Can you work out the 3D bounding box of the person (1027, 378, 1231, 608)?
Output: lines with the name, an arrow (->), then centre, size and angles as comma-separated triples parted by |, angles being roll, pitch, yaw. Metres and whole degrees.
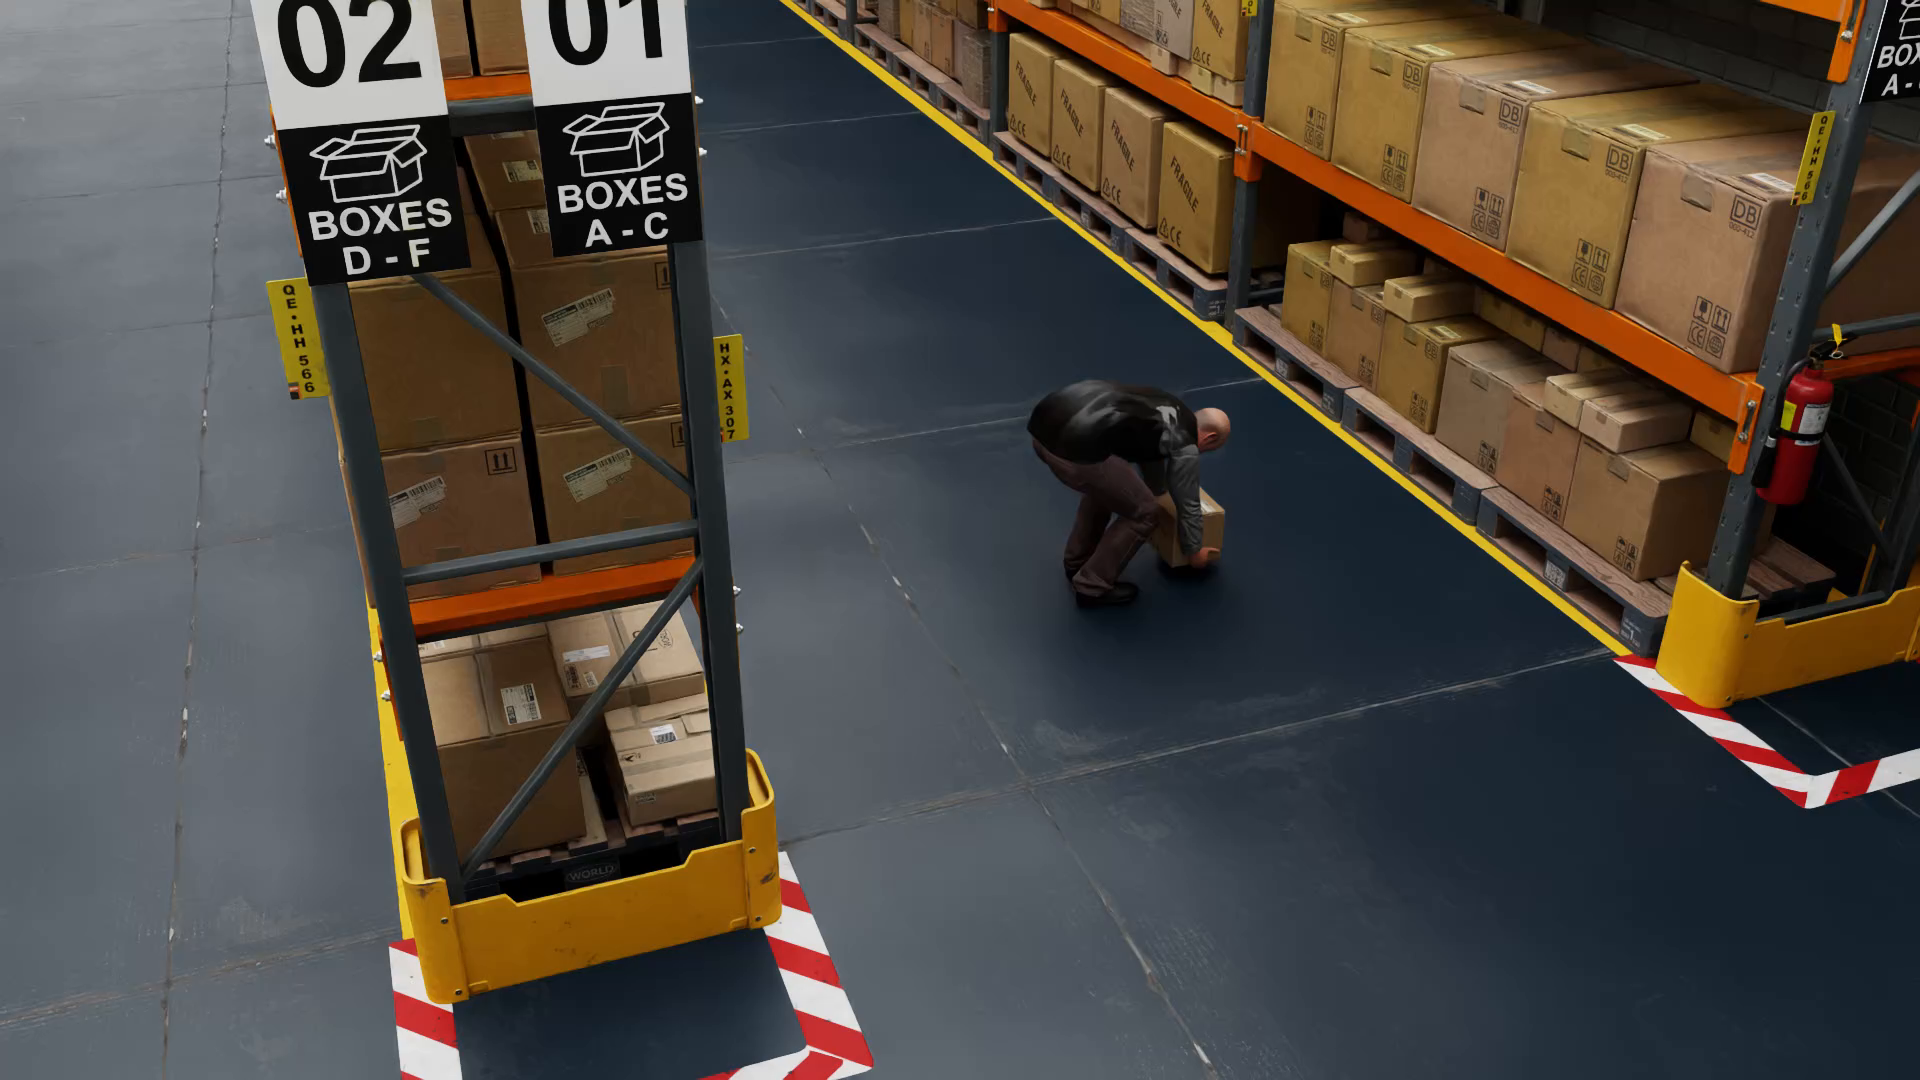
person -> 0.762, -0.259, 7.336 | 0.946, 1.001, 0.492 | -12, 32, -20
